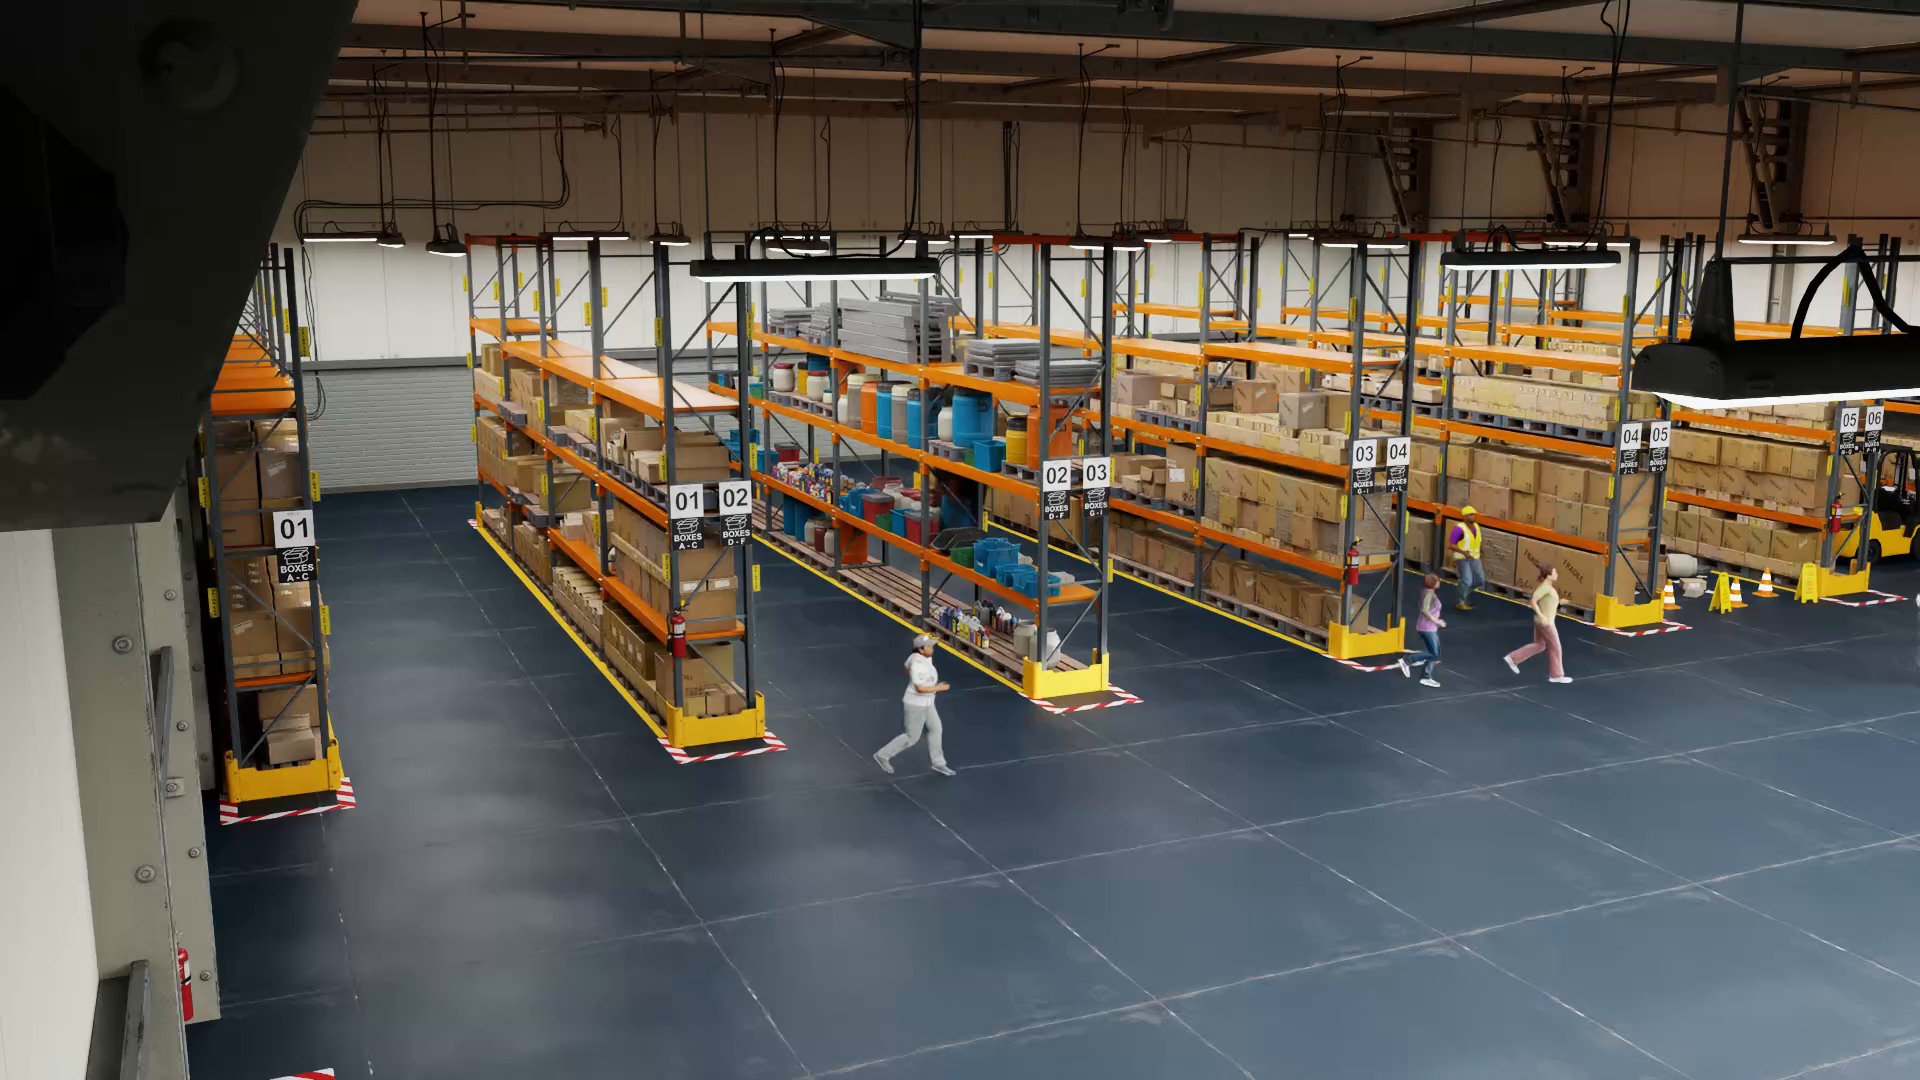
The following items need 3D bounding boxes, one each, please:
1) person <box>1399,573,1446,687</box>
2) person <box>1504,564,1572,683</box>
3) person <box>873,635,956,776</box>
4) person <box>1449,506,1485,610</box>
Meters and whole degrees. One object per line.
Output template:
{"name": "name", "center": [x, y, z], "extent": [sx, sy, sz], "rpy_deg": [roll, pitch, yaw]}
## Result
{"name": "person", "center": [6.354, 1.221, 22.824], "extent": [0.603, 1.558, 0.537], "rpy_deg": [3, 11, 13]}
{"name": "person", "center": [7.977, 1.135, 22.817], "extent": [0.913, 1.650, 0.579], "rpy_deg": [2, 11, 12]}
{"name": "person", "center": [-0.514, 1.901, 19.003], "extent": [0.933, 1.693, 0.615], "rpy_deg": [1, 11, 4]}
{"name": "person", "center": [8.271, 0.299, 27.024], "extent": [0.674, 1.721, 0.569], "rpy_deg": [-5, 12, -26]}
